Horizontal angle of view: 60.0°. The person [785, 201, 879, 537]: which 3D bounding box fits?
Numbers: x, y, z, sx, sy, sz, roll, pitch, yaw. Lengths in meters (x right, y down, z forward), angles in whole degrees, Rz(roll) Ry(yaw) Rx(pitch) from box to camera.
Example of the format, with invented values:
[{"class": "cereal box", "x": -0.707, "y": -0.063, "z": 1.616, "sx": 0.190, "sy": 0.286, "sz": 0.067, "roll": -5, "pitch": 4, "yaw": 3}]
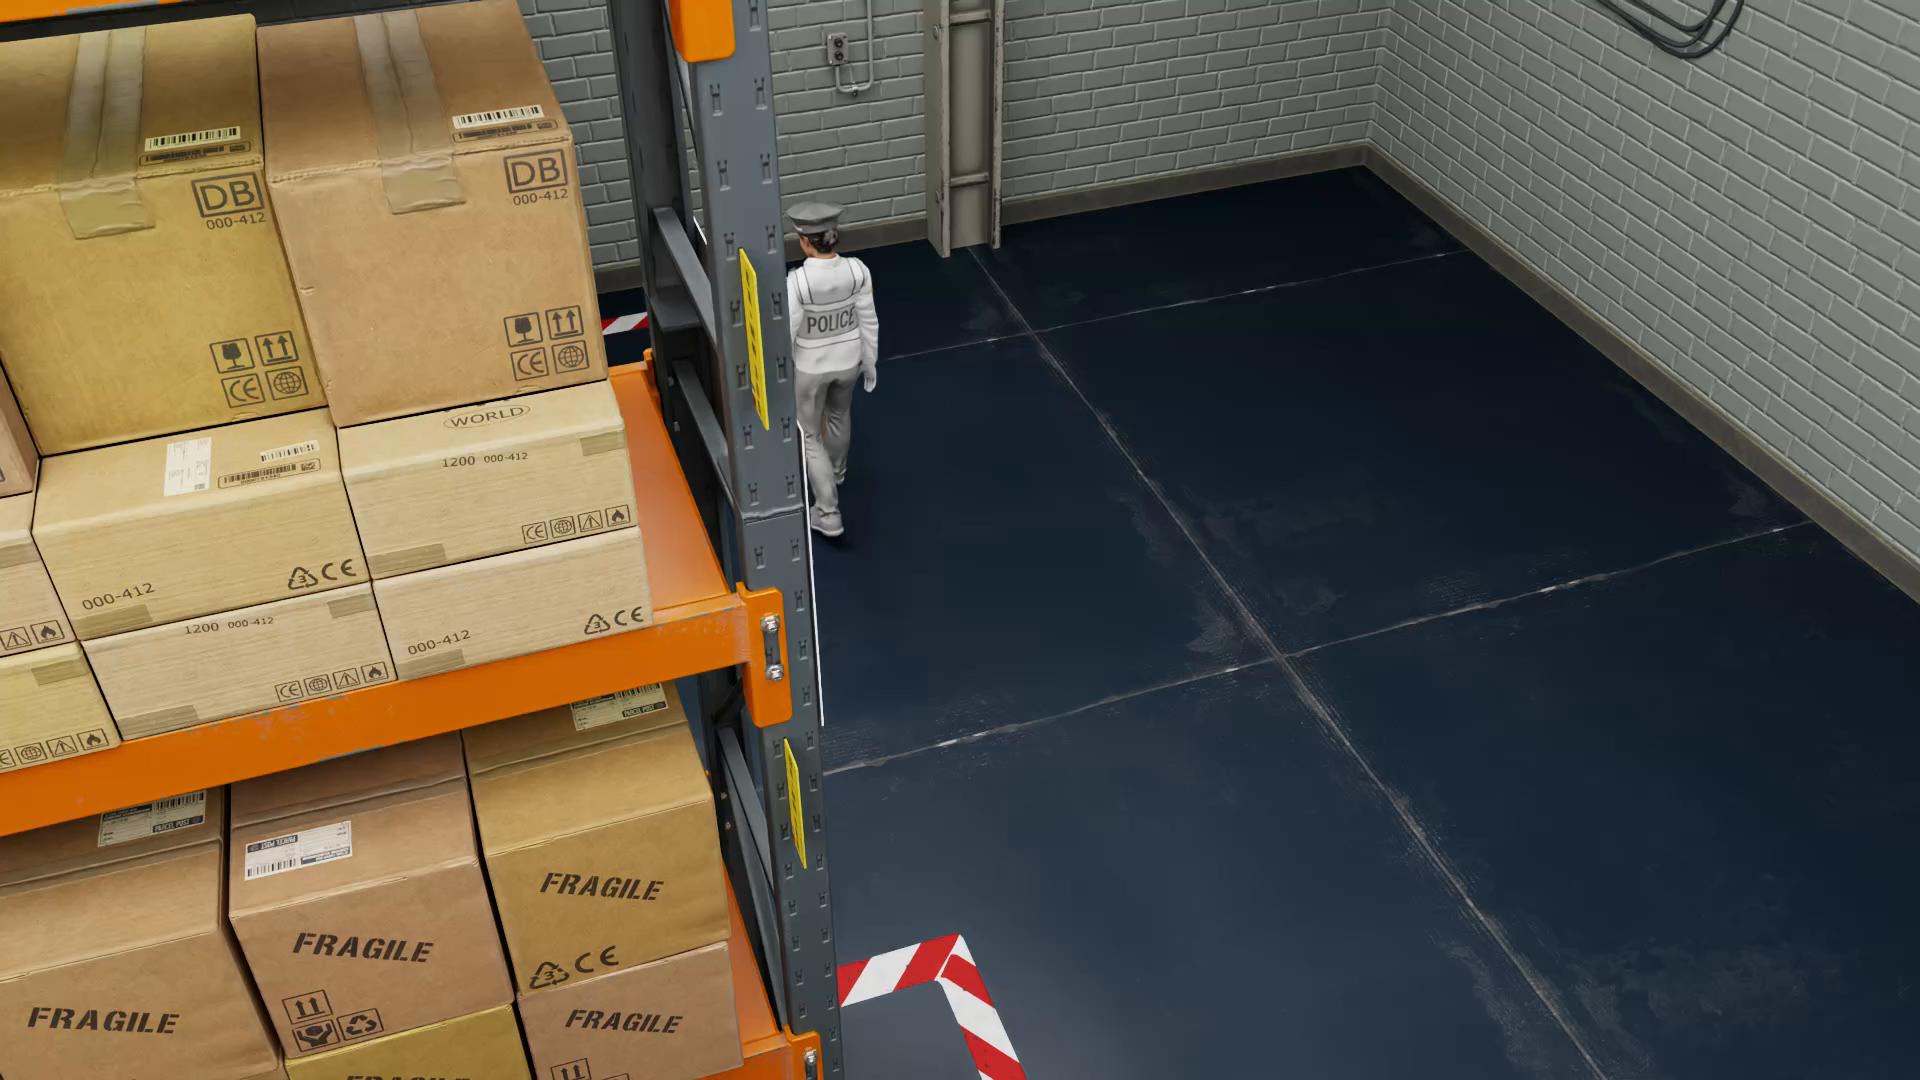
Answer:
[{"class": "person", "x": -0.670, "y": -0.844, "z": 7.844, "sx": 0.519, "sy": 1.638, "sz": 0.742, "roll": -17, "pitch": 41, "yaw": -21}]
